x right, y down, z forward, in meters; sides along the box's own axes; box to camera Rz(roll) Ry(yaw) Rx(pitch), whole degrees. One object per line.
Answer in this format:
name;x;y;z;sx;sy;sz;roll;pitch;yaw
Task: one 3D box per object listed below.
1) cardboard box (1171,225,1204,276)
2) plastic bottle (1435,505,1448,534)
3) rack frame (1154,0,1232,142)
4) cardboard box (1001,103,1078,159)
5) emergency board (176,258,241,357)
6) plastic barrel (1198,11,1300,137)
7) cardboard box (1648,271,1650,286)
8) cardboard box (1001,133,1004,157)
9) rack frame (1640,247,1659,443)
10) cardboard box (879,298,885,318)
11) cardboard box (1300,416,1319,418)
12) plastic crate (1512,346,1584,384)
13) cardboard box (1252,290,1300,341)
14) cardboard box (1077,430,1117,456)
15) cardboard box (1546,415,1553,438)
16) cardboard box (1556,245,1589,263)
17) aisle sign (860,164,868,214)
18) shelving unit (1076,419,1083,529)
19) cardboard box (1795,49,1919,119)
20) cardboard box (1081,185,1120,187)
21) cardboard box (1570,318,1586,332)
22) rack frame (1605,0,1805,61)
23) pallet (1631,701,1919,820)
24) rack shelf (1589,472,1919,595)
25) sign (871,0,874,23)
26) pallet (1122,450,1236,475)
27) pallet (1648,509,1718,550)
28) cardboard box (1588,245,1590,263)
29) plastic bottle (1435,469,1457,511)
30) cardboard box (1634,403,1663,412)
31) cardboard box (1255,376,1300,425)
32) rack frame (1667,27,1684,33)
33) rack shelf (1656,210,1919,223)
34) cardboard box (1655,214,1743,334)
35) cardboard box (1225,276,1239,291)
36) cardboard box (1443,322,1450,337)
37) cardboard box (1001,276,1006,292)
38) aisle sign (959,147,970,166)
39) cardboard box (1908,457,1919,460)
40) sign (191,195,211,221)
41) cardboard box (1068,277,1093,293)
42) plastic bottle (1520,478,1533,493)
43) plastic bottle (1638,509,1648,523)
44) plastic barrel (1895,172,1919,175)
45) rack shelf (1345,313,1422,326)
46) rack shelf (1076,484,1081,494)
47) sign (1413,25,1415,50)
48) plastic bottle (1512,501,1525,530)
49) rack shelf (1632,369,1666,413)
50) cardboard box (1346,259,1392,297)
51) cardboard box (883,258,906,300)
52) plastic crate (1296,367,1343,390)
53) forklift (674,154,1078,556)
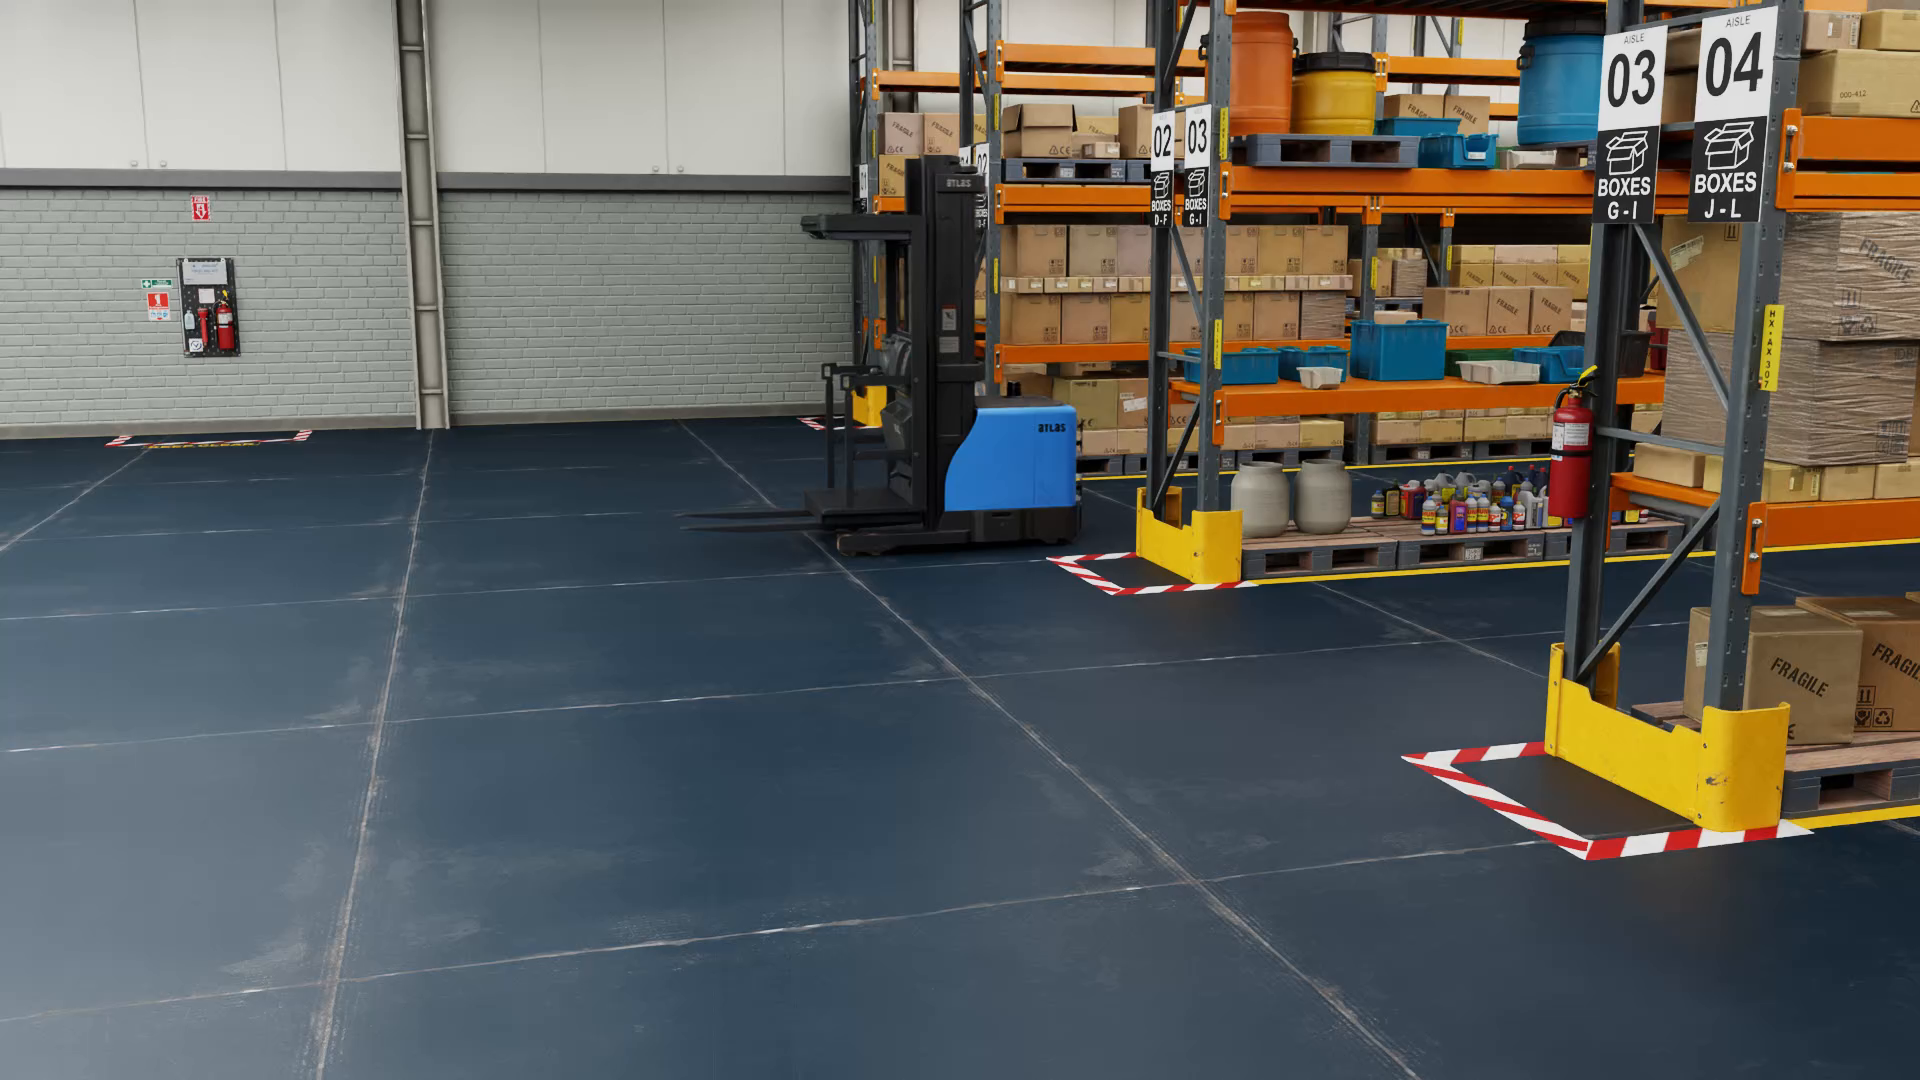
cardboard box;2.160;-2.918;16.750;0.500;0.500;0.700;-3;11;-16
plastic bottle;3.498;-0.149;12.087;0.097;0.201;0.097;0;10;0
rack frame;1.570;-4.217;11.098;0.127;3.000;1.000;-3;11;-16
cardboard box;0.742;-3.957;16.142;0.637;0.503;0.797;-2;11;-12
emergency board;-8.913;-2.752;19.713;0.643;1.169;0.194;-3;11;-16
plastic barrel;2.001;-3.206;11.546;0.708;0.830;0.600;-3;11;-16
cardboard box;9.463;-3.707;23.742;0.500;0.500;0.500;-3;11;-15
cardboard box;0.627;-5.157;21.394;0.500;0.500;0.500;-3;11;-16
rack frame;7.871;-2.533;18.518;0.127;3.000;1.000;-3;11;-16
cardboard box;-0.804;-2.982;21.319;0.500;0.250;0.500;-3;11;-15
cardboard box;3.500;-1.214;17.789;0.500;0.250;0.500;-3;11;-16
plastic crate;4.424;-1.293;12.193;0.616;0.251;0.499;-3;11;-16
cardboard box;3.101;-2.328;17.131;0.500;0.500;0.700;-3;11;-17
cardboard box;1.246;-0.996;16.609;0.500;0.250;0.500;-3;11;-16
cardboard box;6.456;-1.266;18.074;0.500;0.250;0.500;-3;11;-15
cardboard box;8.474;-4.026;23.407;0.500;0.250;0.500;-3;11;-17
aisle sign;-1.184;-4.211;20.458;0.004;0.787;0.394;-3;11;-16
shelving unit;0.853;-0.546;13.525;0.210;0.900;0.258;-3;11;-15
cardboard box;3.489;-1.786;6.594;0.500;0.250;0.500;-3;11;-14
cardboard box;1.737;-4.633;21.314;0.500;0.500;0.500;-4;11;-21
cardboard box;6.662;-2.335;18.137;0.250;0.149;0.380;-2;11;-12
rack frame;2.955;-3.356;6.421;0.127;3.000;1.000;-3;11;-16
pallet;3.818;0.927;7.427;1.213;0.211;1.003;-3;11;-16
rack shelf;4.875;-0.153;7.579;4.000;0.370;1.077;-3;11;-16
sign;-1.047;-6.343;19.849;0.005;0.325;0.100;-3;11;-16
pallet;2.081;-0.863;17.153;1.213;0.211;1.003;-3;11;-16
pallet;6.154;-0.144;13.245;1.213;0.211;1.003;-3;11;-16
cardboard box;8.963;-4.052;23.547;0.500;0.250;0.500;-3;11;-15
plastic bottle;3.752;-0.373;12.891;0.185;0.351;0.144;-3;11;-14
cardboard box;7.436;-1.593;18.302;0.500;0.311;0.500;-3;11;-14
cardboard box;3.163;-1.468;17.102;0.500;0.500;0.500;-3;11;-16
rack frame;10.323;-6.546;23.751;0.127;3.000;1.000;-3;11;-16
rack shelf;12.243;-4.819;24.638;4.000;0.370;1.077;-3;11;-16
cardboard box;3.414;-1.163;7.222;0.500;0.500;0.500;-3;11;-16
cardboard box;2.609;-2.583;16.726;0.250;0.149;0.380;-3;11;-14
cardboard box;4.938;-2.216;17.492;0.250;0.149;0.380;-3;11;-16
cardboard box;0.503;-2.548;16.536;0.250;0.149;0.380;-3;11;-17
aisle sign;0.044;-3.454;16.343;0.004;0.787;0.394;-3;11;-16
cardboard box;4.019;-0.290;7.033;0.250;0.149;0.380;-3;11;-16
sign;-8.948;-3.909;19.595;0.199;0.298;0.001;-3;11;-16
cardboard box;1.119;-2.505;16.298;0.250;0.149;0.380;-3;11;-16
plastic bottle;4.414;-0.346;12.964;0.097;0.271;0.097;0;10;0
plastic bottle;5.150;-0.236;12.560;0.097;0.201;0.097;0;10;0
plastic barrel;7.774;-3.321;13.329;0.708;0.830;0.600;-3;11;-16
rack shelf;4.562;-2.938;22.710;4.000;0.370;1.077;-3;11;-16
rack shelf;0.853;-0.424;13.547;0.200;0.077;0.258;-3;11;-15
sign;6.324;-6.977;23.076;0.005;0.325;0.100;-3;11;-16
plastic bottle;4.116;-0.182;12.264;0.097;0.201;0.097;0;10;0
rack shelf;7.331;-1.216;13.355;4.000;0.370;1.077;-3;11;-16
cardboard box;5.505;-3.601;22.828;0.500;0.500;0.700;-4;11;-21
cardboard box;-0.656;-3.265;20.787;0.500;0.500;0.500;-3;11;-16
plastic crate;2.519;-1.126;11.607;0.250;0.136;0.298;-3;11;-16
forklift;-0.667;-1.424;12.688;3.031;2.935;1.130;-2;11;-12
